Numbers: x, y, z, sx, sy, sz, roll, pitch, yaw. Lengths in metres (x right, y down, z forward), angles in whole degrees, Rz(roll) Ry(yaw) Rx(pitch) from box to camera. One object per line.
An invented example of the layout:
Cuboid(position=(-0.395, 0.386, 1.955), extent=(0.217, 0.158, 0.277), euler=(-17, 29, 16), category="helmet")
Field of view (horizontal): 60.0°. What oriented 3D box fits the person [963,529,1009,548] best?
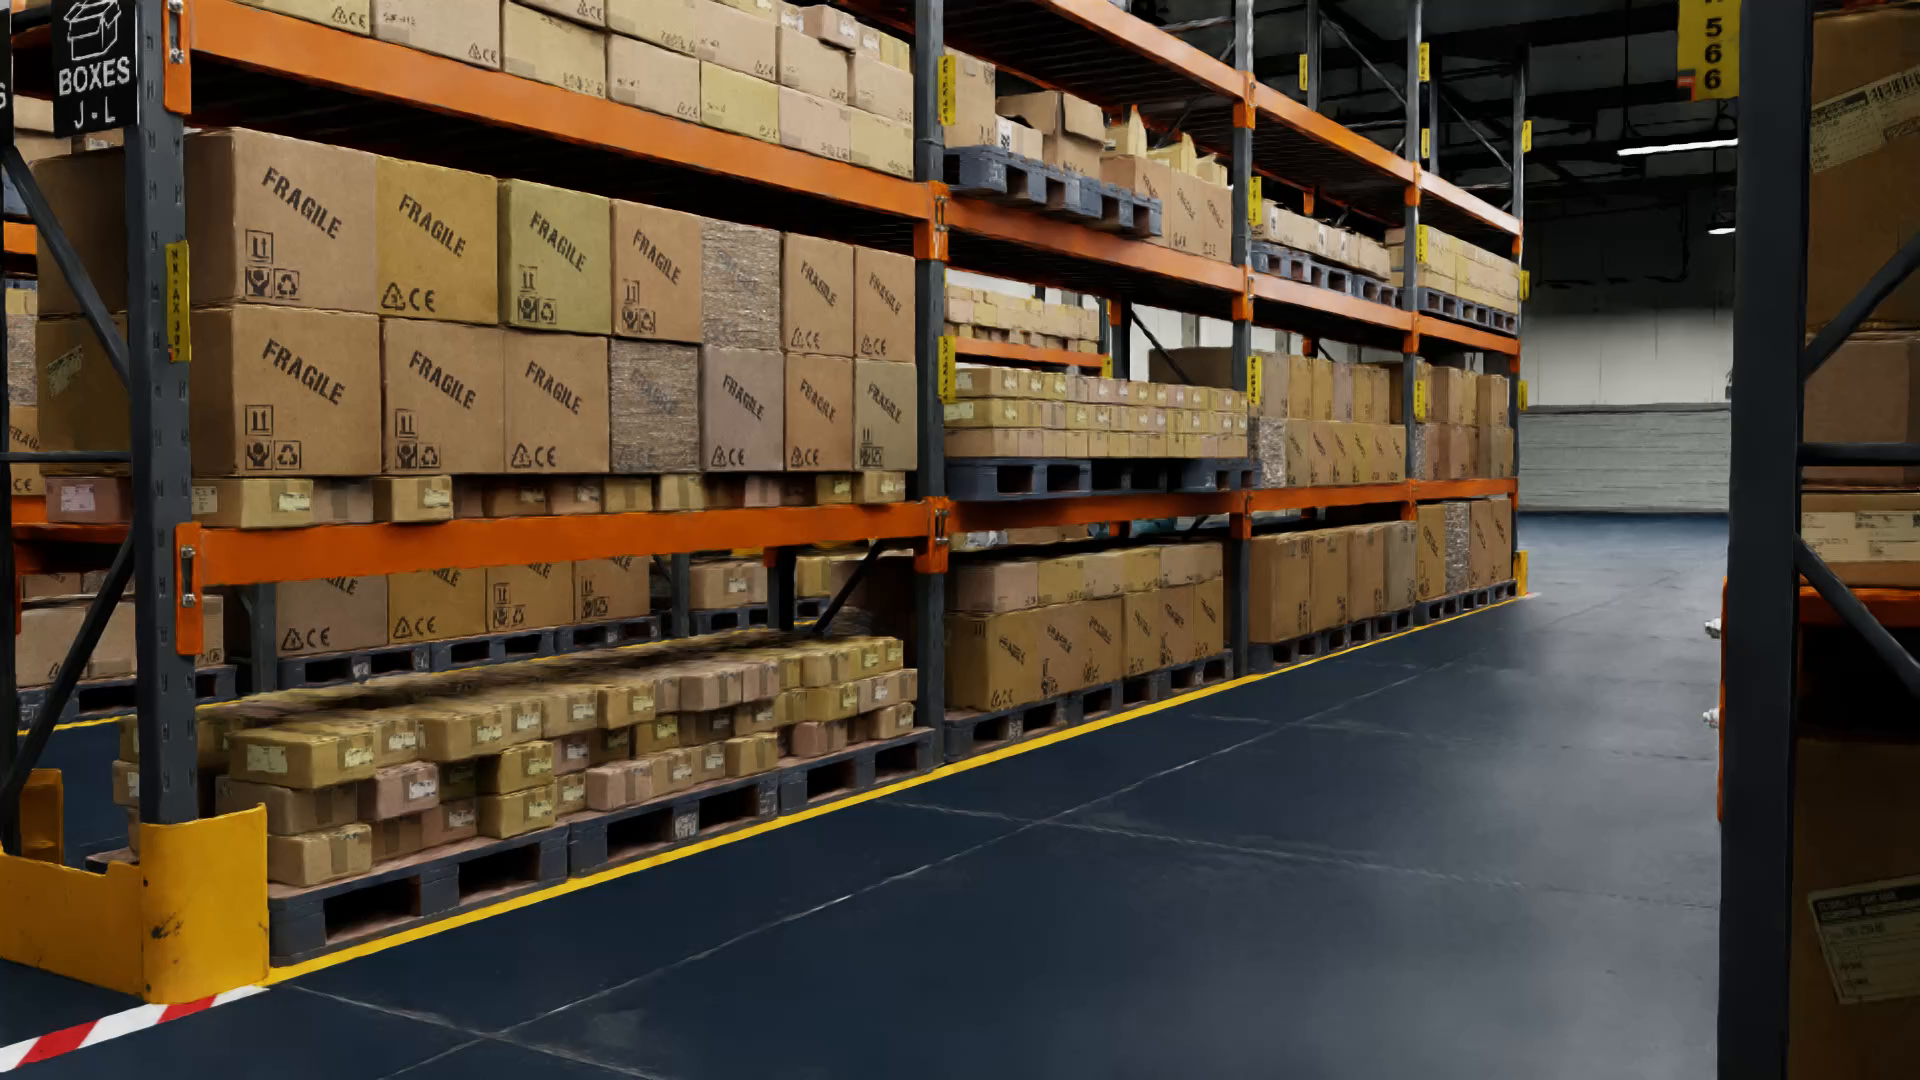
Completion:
Cuboid(position=(0.213, -0.073, 14.058), extent=(0.599, 1.788, 0.581), euler=(-2, 3, -29), category="person")
